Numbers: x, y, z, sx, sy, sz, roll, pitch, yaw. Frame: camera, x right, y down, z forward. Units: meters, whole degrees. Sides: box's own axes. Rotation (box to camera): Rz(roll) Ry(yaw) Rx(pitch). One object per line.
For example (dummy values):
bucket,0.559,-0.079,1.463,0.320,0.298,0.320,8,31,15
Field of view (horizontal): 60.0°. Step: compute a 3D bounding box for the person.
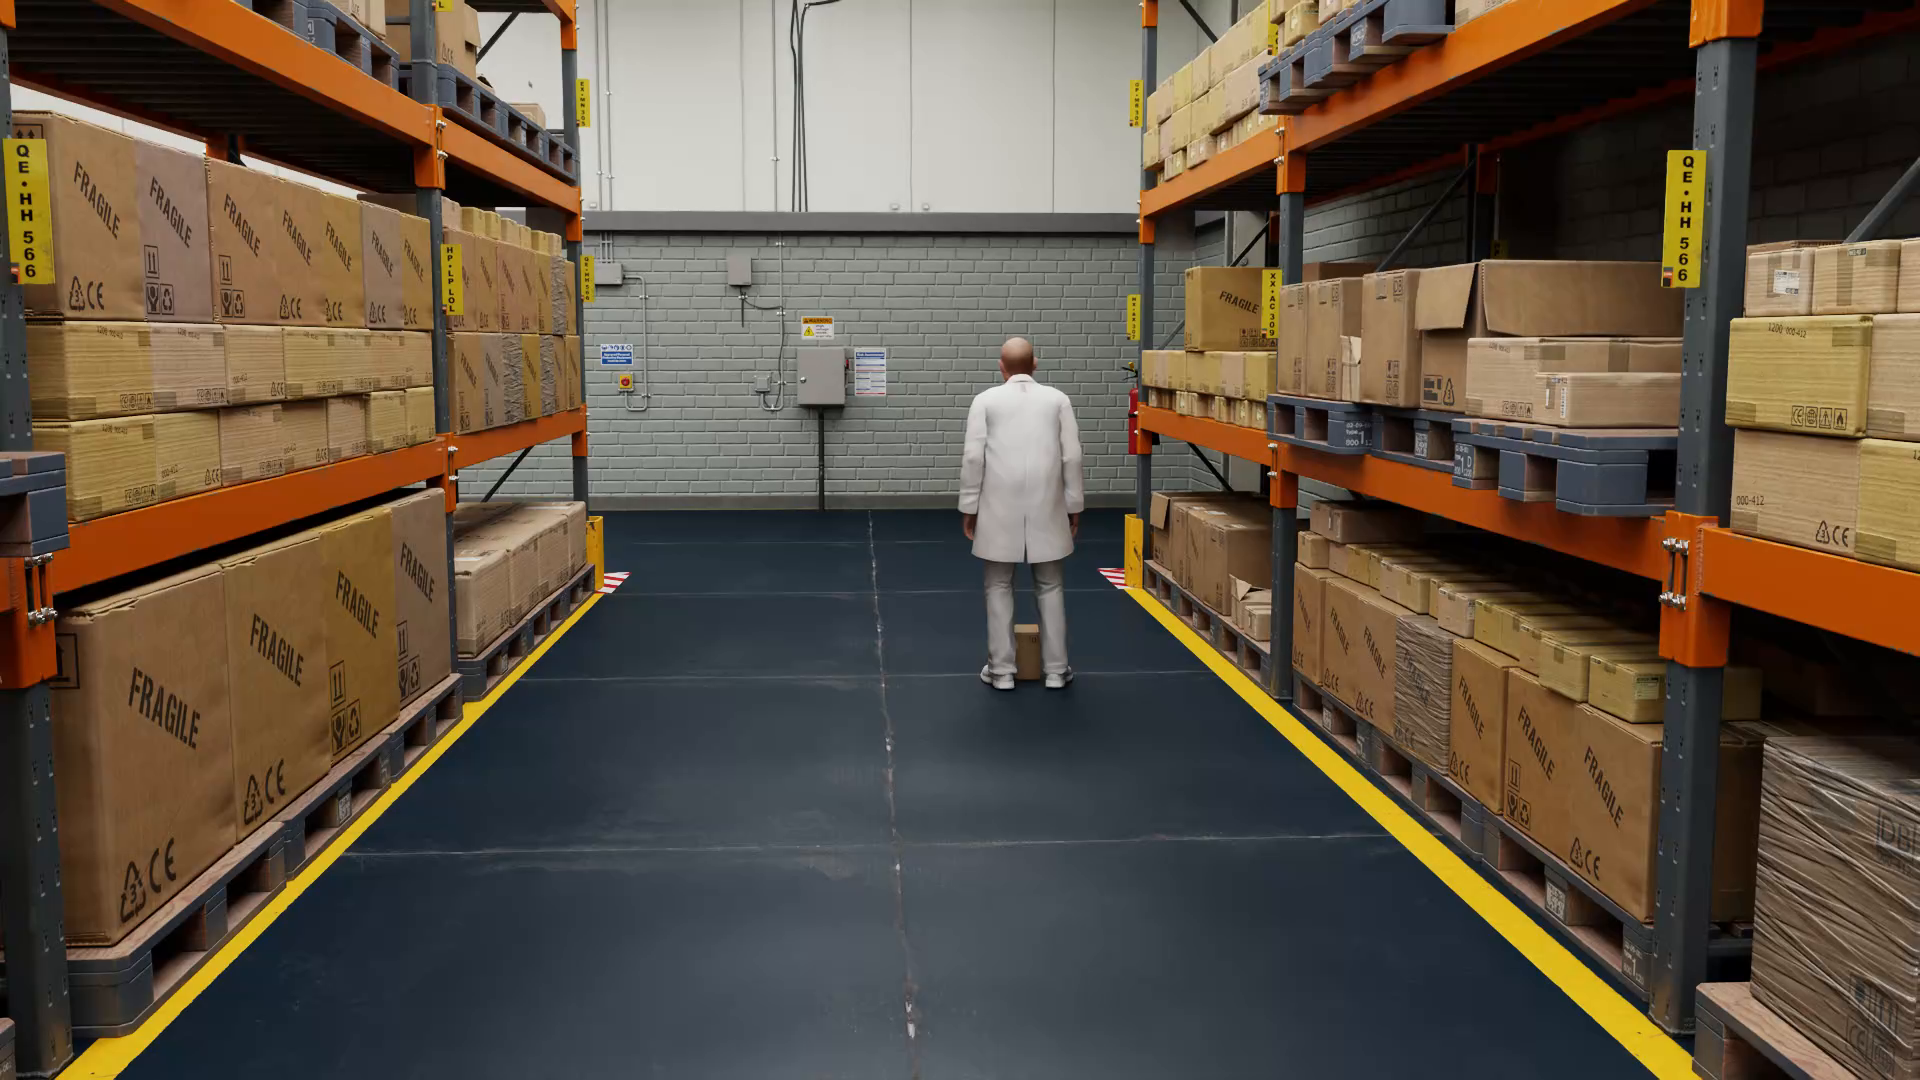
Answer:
person,0.314,-0.137,8.464,0.646,1.774,0.418,0,7,-4
